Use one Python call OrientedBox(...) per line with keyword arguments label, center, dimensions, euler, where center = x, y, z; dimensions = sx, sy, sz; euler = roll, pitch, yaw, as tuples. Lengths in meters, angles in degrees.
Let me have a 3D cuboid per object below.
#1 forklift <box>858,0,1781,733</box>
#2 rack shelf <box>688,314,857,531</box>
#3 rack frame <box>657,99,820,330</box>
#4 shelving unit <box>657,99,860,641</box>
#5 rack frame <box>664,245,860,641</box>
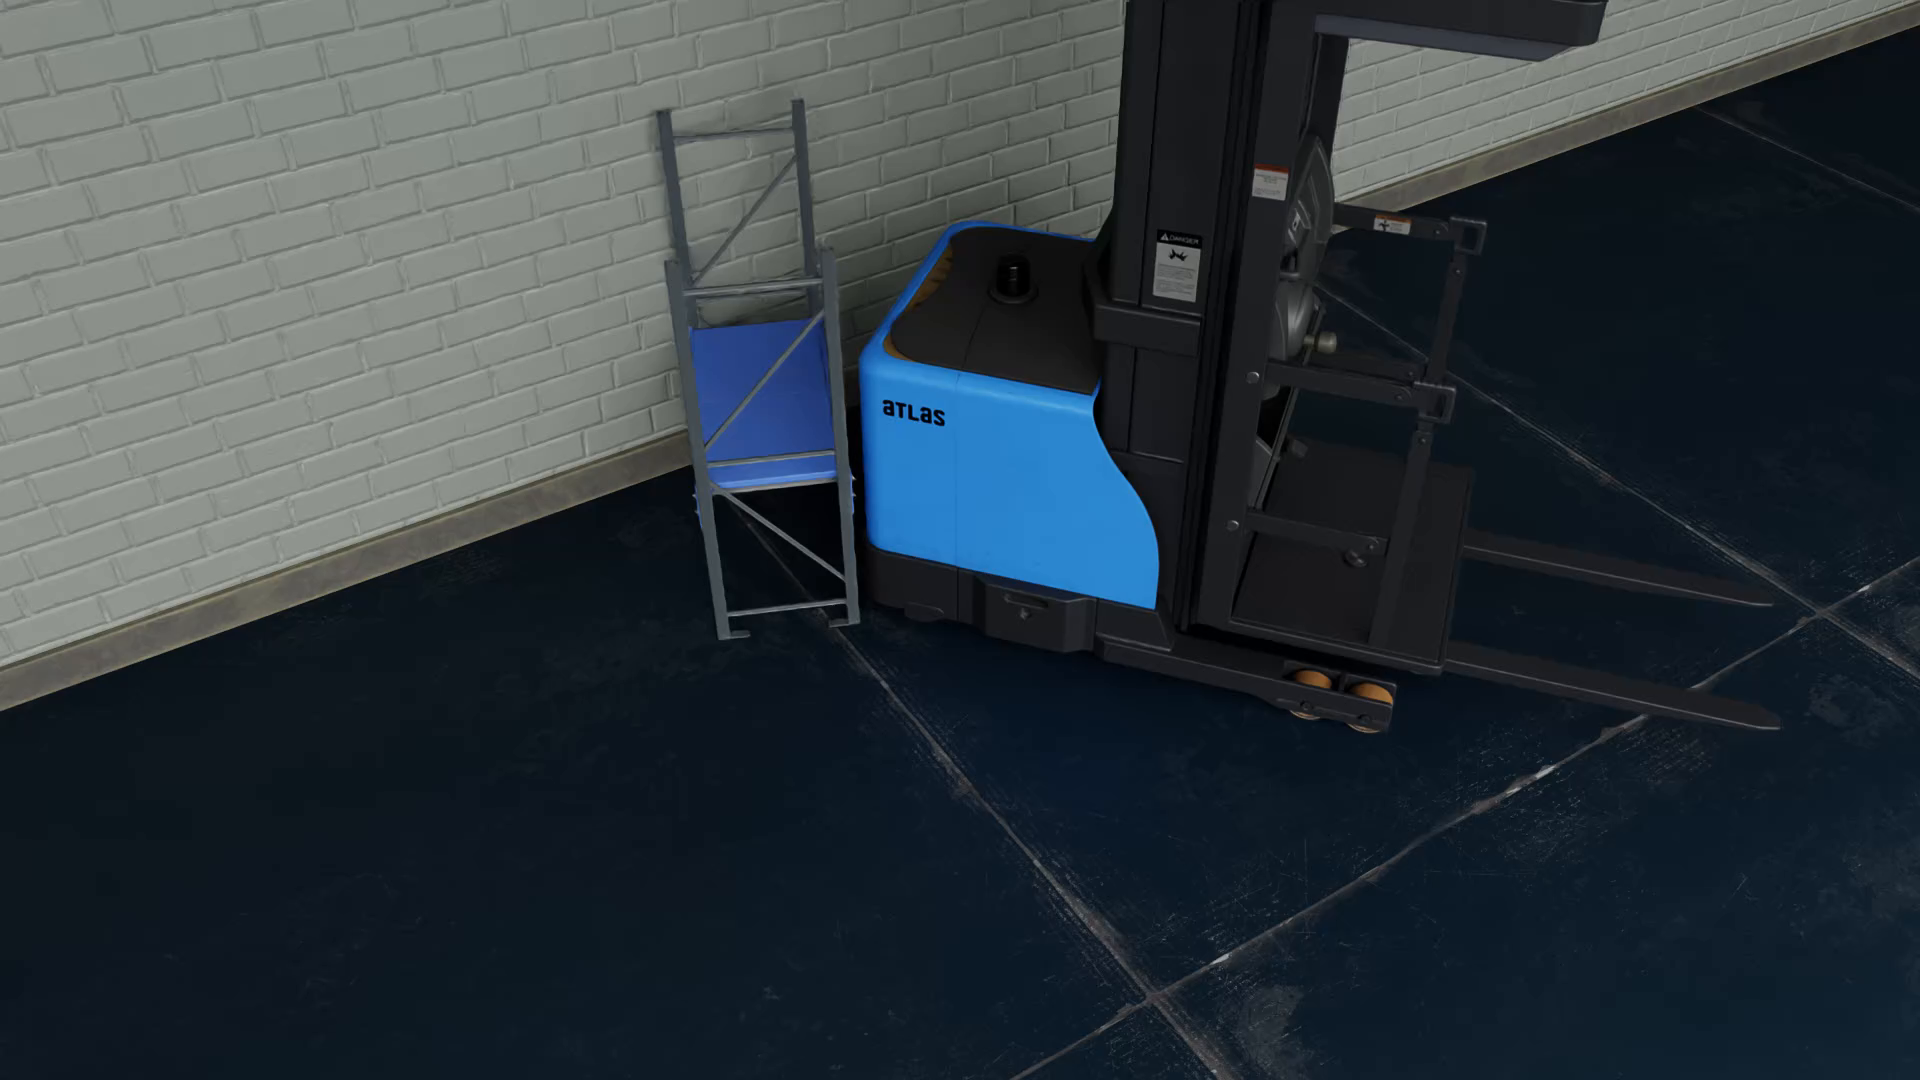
OrientedBox(label="forklift", center=(1.234, -0.874, 5.009), dimensions=(3.031, 2.935, 1.130), euler=(12, 41, 14))
OrientedBox(label="rack shelf", center=(-0.690, -0.444, 5.883), dimensions=(0.538, 0.185, 1.000), euler=(-6, 40, -7))
OrientedBox(label="rack frame", center=(-0.773, -0.902, 6.155), dimensions=(0.500, 1.500, 0.032), euler=(-6, 40, -7))
OrientedBox(label="shelving unit", center=(-0.692, -0.582, 5.768), dimensions=(0.538, 1.500, 1.048), euler=(-6, 40, -7))
OrientedBox(label="rack frame", center=(-0.611, -0.262, 5.382), dimensions=(0.500, 1.500, 0.032), euler=(-6, 40, -7))
